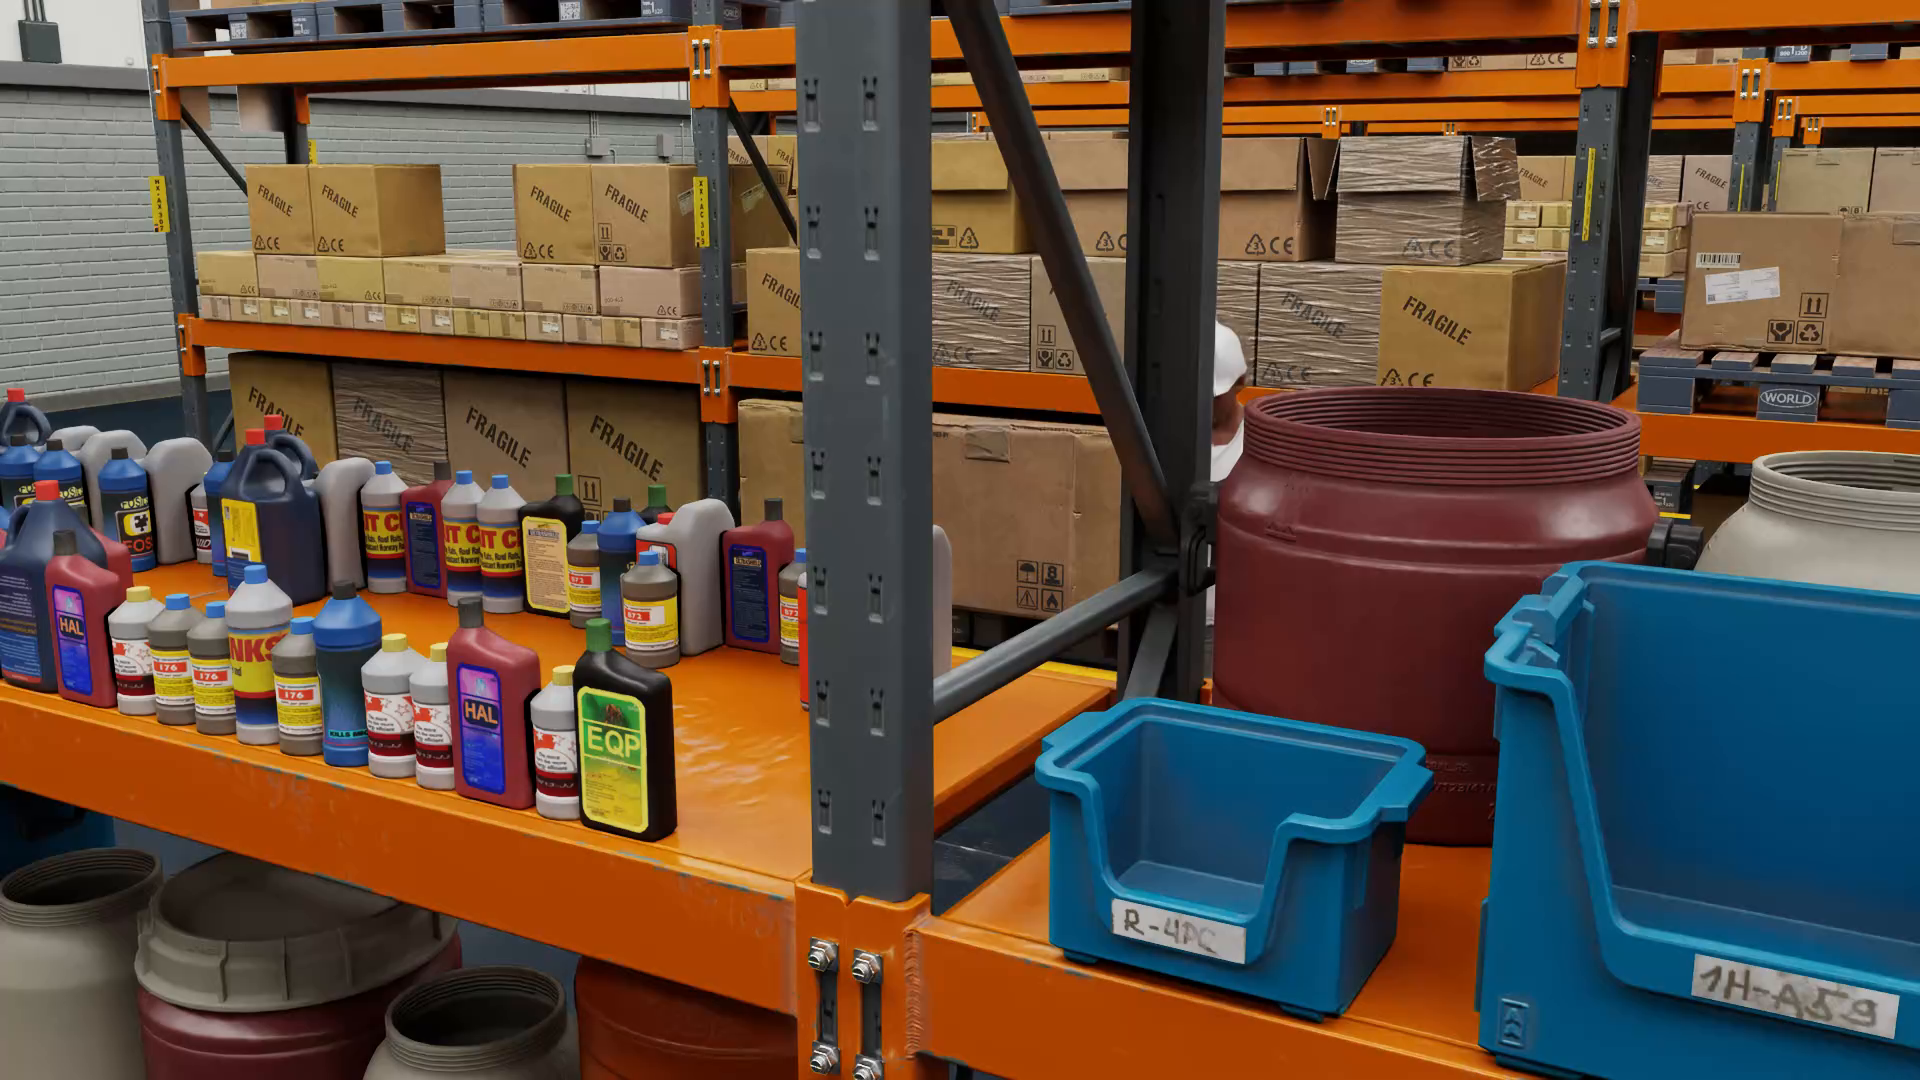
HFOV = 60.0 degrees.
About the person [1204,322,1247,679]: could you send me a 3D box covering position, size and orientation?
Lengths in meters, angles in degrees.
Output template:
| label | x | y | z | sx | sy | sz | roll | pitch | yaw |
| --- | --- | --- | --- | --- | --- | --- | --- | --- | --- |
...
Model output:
| label | x | y | z | sx | sy | sz | roll | pitch | yaw |
| --- | --- | --- | --- | --- | --- | --- | --- | --- | --- |
| person | 0.729 | 0.226 | 4.941 | 0.575 | 1.748 | 0.390 | 7 | 14 | 29 |
